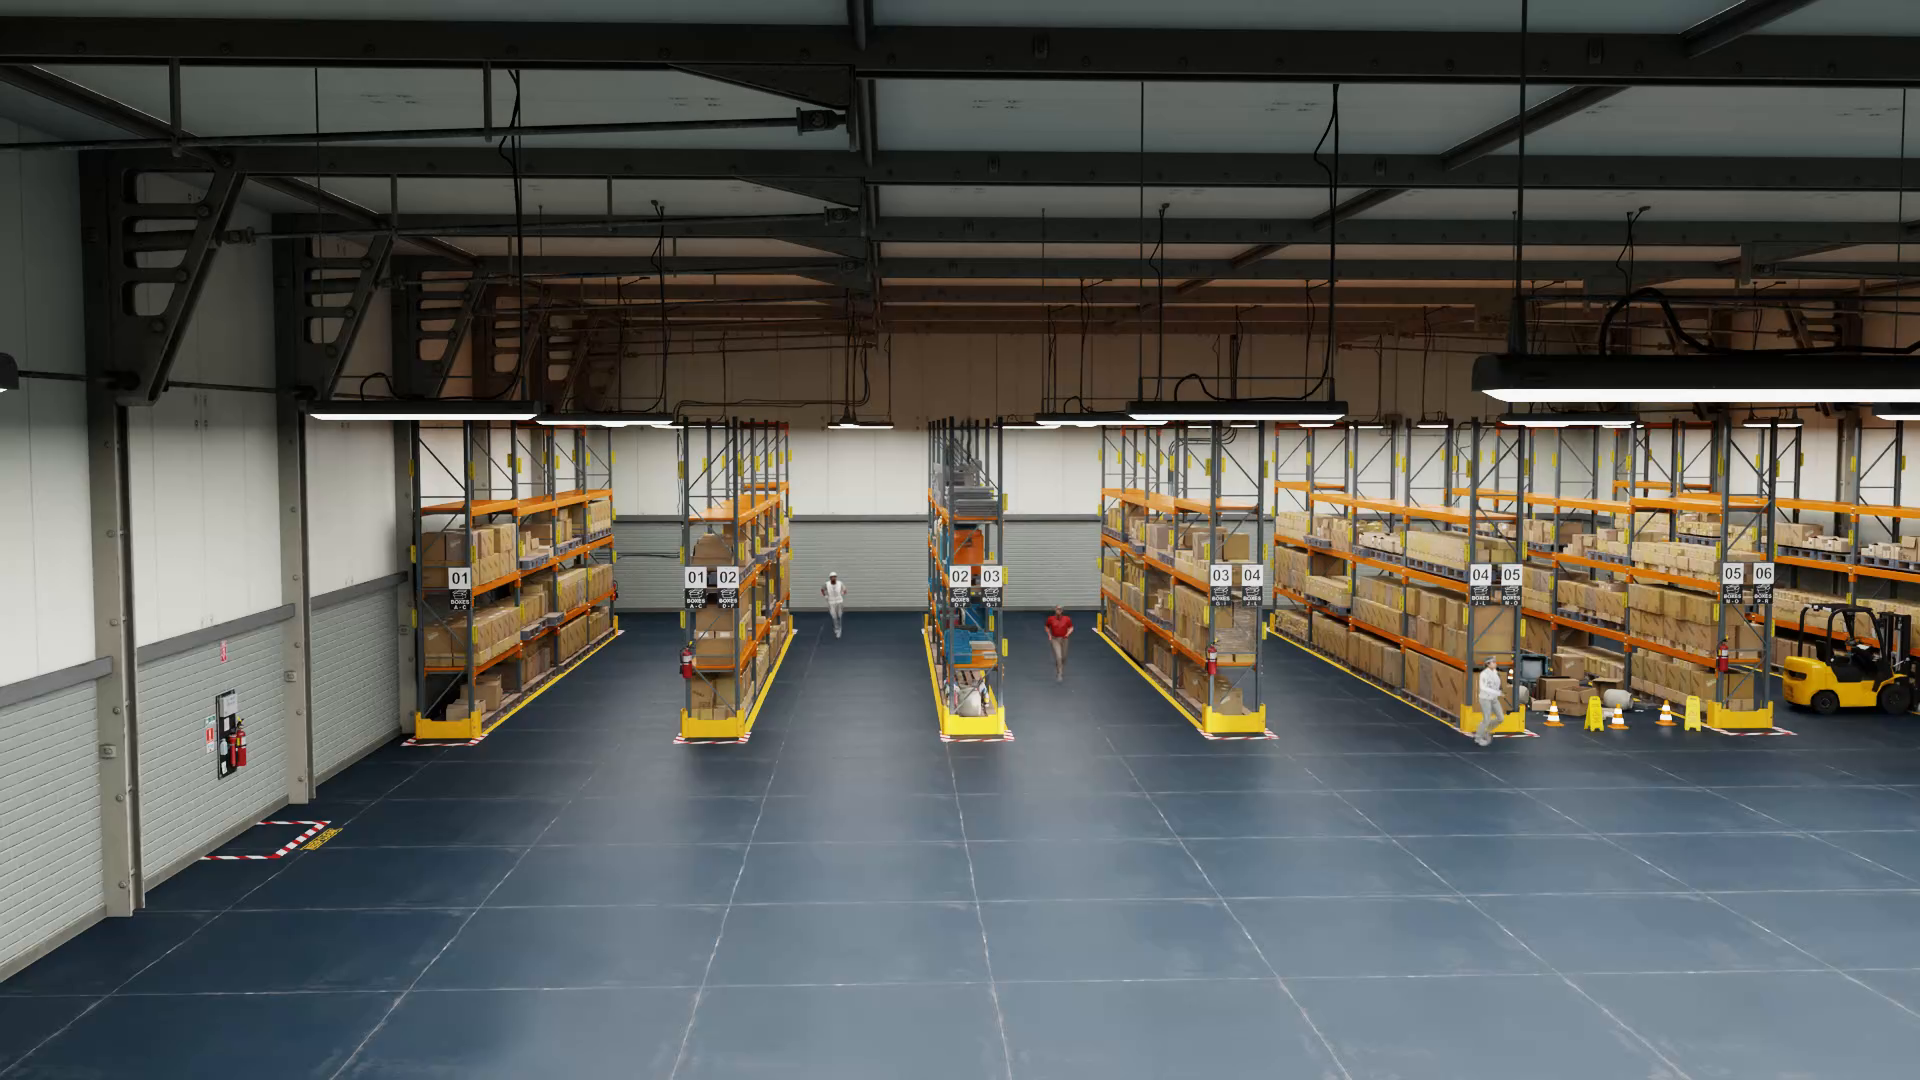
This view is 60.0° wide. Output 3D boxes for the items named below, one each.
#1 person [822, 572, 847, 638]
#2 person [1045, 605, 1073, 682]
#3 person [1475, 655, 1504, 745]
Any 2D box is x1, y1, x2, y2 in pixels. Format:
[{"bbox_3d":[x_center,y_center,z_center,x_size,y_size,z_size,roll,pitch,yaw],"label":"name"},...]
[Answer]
[{"bbox_3d":[-3.502,1.796,46.504,0.685,1.815,0.881,-1,4,-14],"label":"person"},{"bbox_3d":[2.301,2.372,38.433,0.654,1.731,0.809,0,4,-7],"label":"person"},{"bbox_3d":[9.686,2.915,30.277,0.638,1.682,0.619,-3,5,-38],"label":"person"}]
